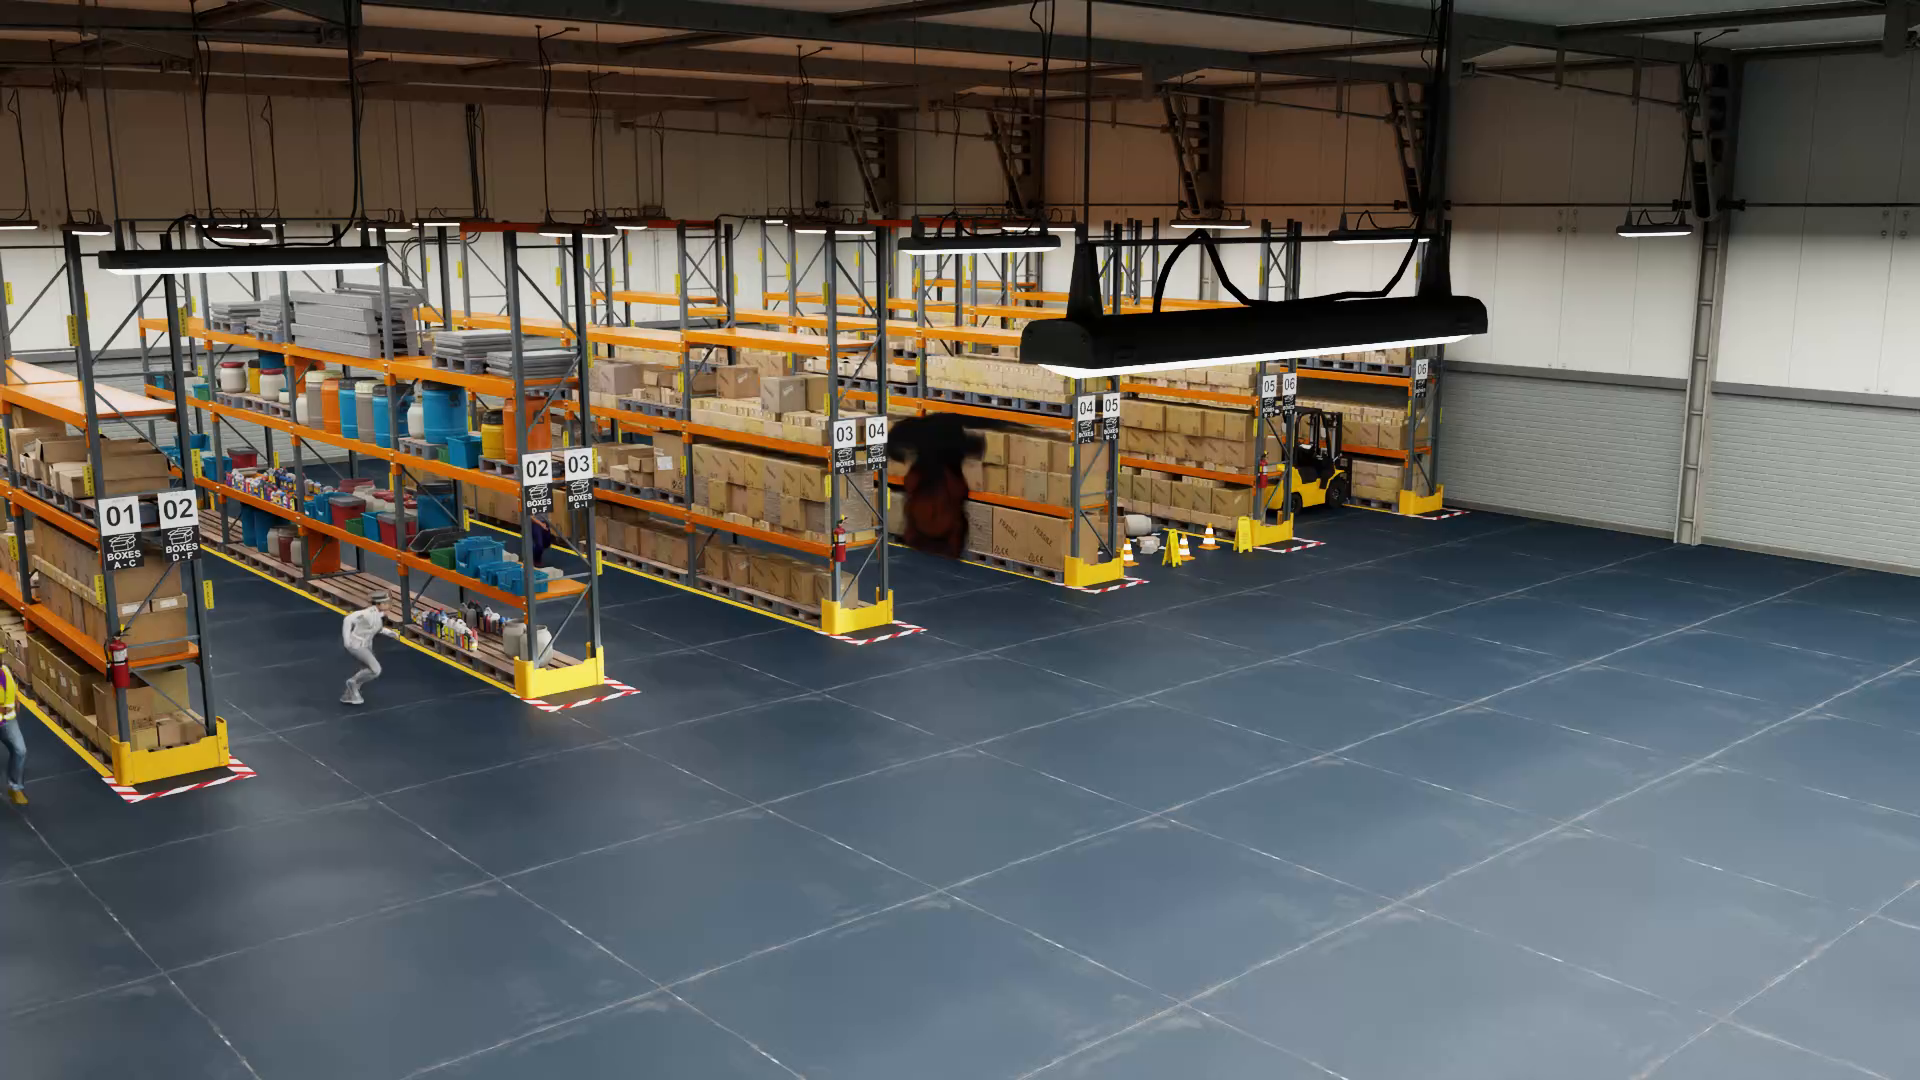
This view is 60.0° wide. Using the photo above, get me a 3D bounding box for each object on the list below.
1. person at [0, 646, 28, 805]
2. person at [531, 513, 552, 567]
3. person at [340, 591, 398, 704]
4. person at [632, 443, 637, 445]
[{"bbox_3d":[-10.279,1.970,17.753,0.732,1.842,0.714,5,12,24],"label":"person"},{"bbox_3d":[-7.462,-0.259,29.406,0.829,1.489,0.586,7,13,32],"label":"person"},{"bbox_3d":[-7.582,1.393,21.193,0.817,1.495,0.642,2,12,8],"label":"person"},{"bbox_3d":[-6.741,-1.268,34.339,0.829,1.497,0.538,7,13,30],"label":"person"}]
